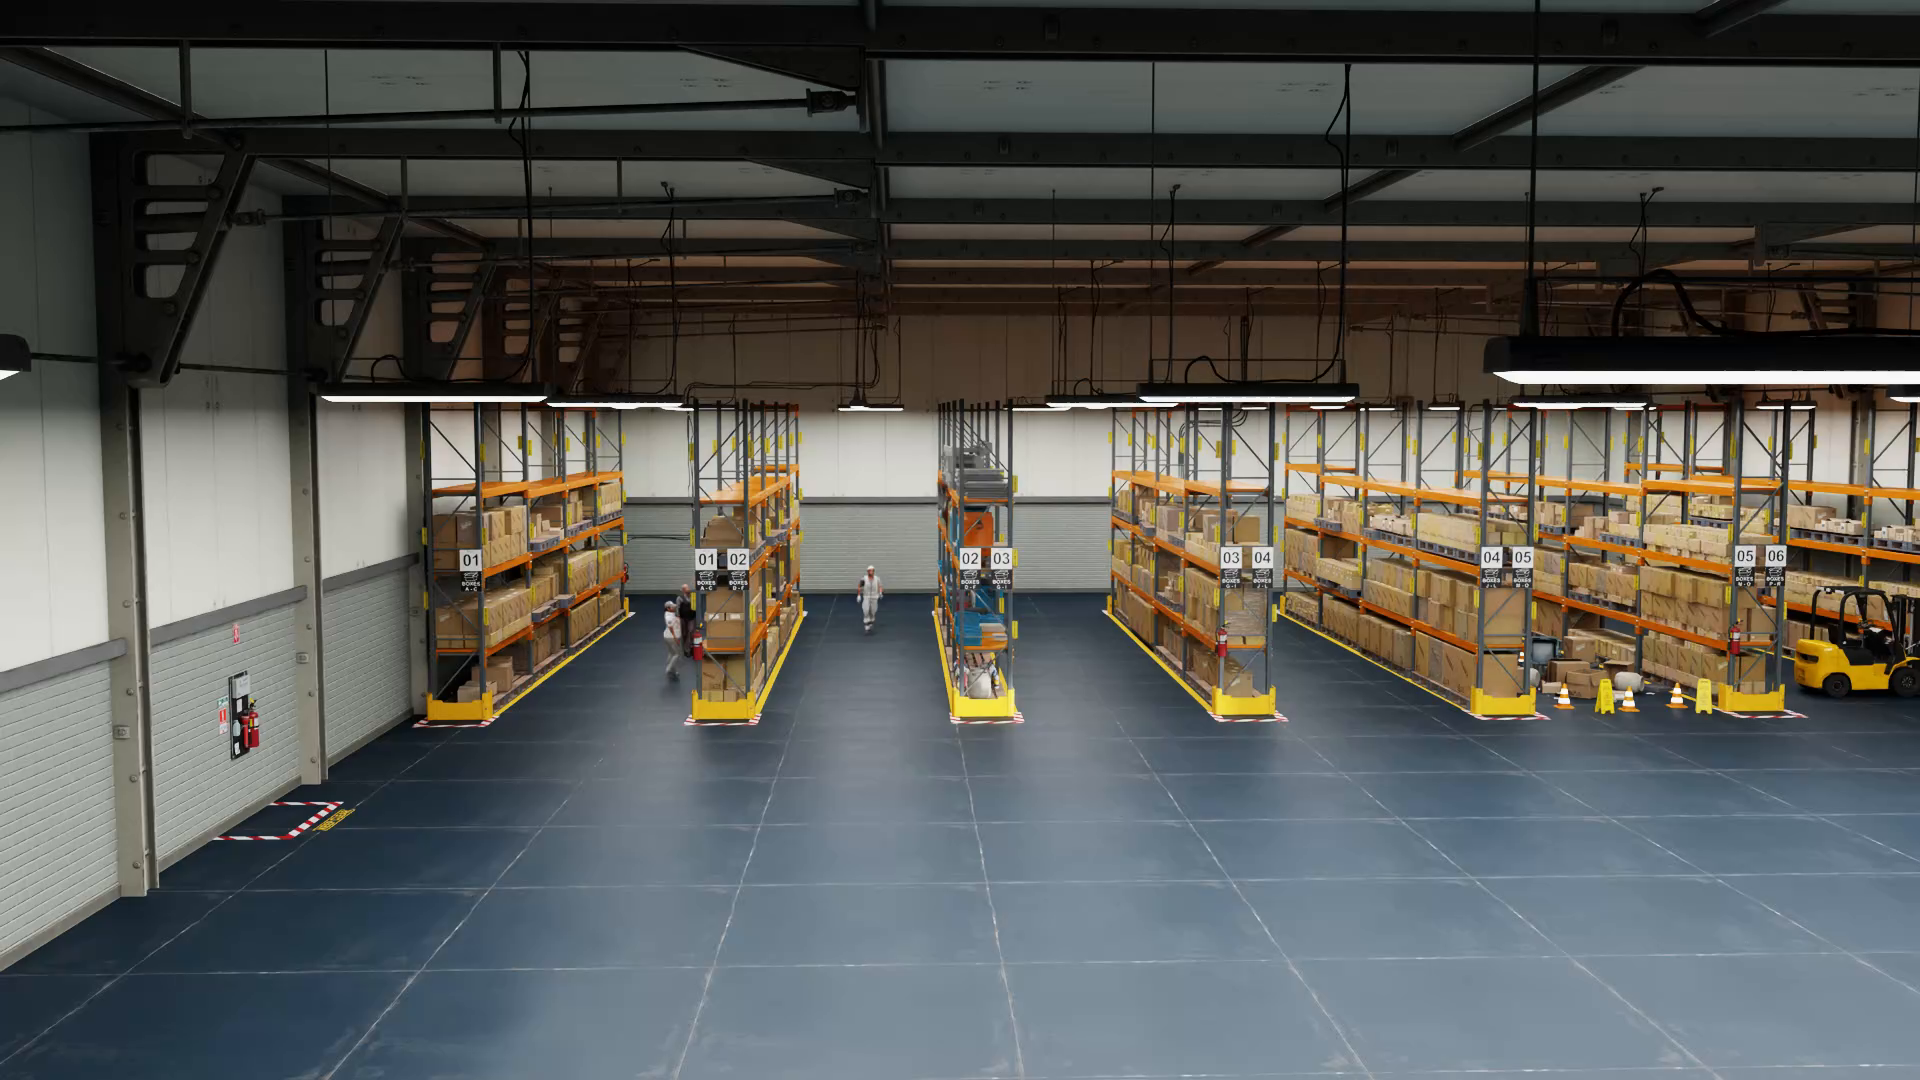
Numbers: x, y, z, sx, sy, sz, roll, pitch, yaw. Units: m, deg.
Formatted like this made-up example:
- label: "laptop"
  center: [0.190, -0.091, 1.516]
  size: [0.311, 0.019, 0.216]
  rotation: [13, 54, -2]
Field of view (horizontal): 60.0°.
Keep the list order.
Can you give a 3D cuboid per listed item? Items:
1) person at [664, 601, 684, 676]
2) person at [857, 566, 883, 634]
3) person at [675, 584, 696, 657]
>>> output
- label: "person"
  center: [-6.225, 2.155, 36.106]
  size: [0.445, 1.666, 0.513]
  rotation: [-2, 5, -27]
- label: "person"
  center: [-2.366, 1.573, 43.641]
  size: [0.671, 1.813, 0.877]
  rotation: [0, 4, -3]
- label: "person"
  center: [-6.474, 1.899, 39.325]
  size: [0.552, 1.725, 0.699]
  rotation: [-1, 4, -12]
